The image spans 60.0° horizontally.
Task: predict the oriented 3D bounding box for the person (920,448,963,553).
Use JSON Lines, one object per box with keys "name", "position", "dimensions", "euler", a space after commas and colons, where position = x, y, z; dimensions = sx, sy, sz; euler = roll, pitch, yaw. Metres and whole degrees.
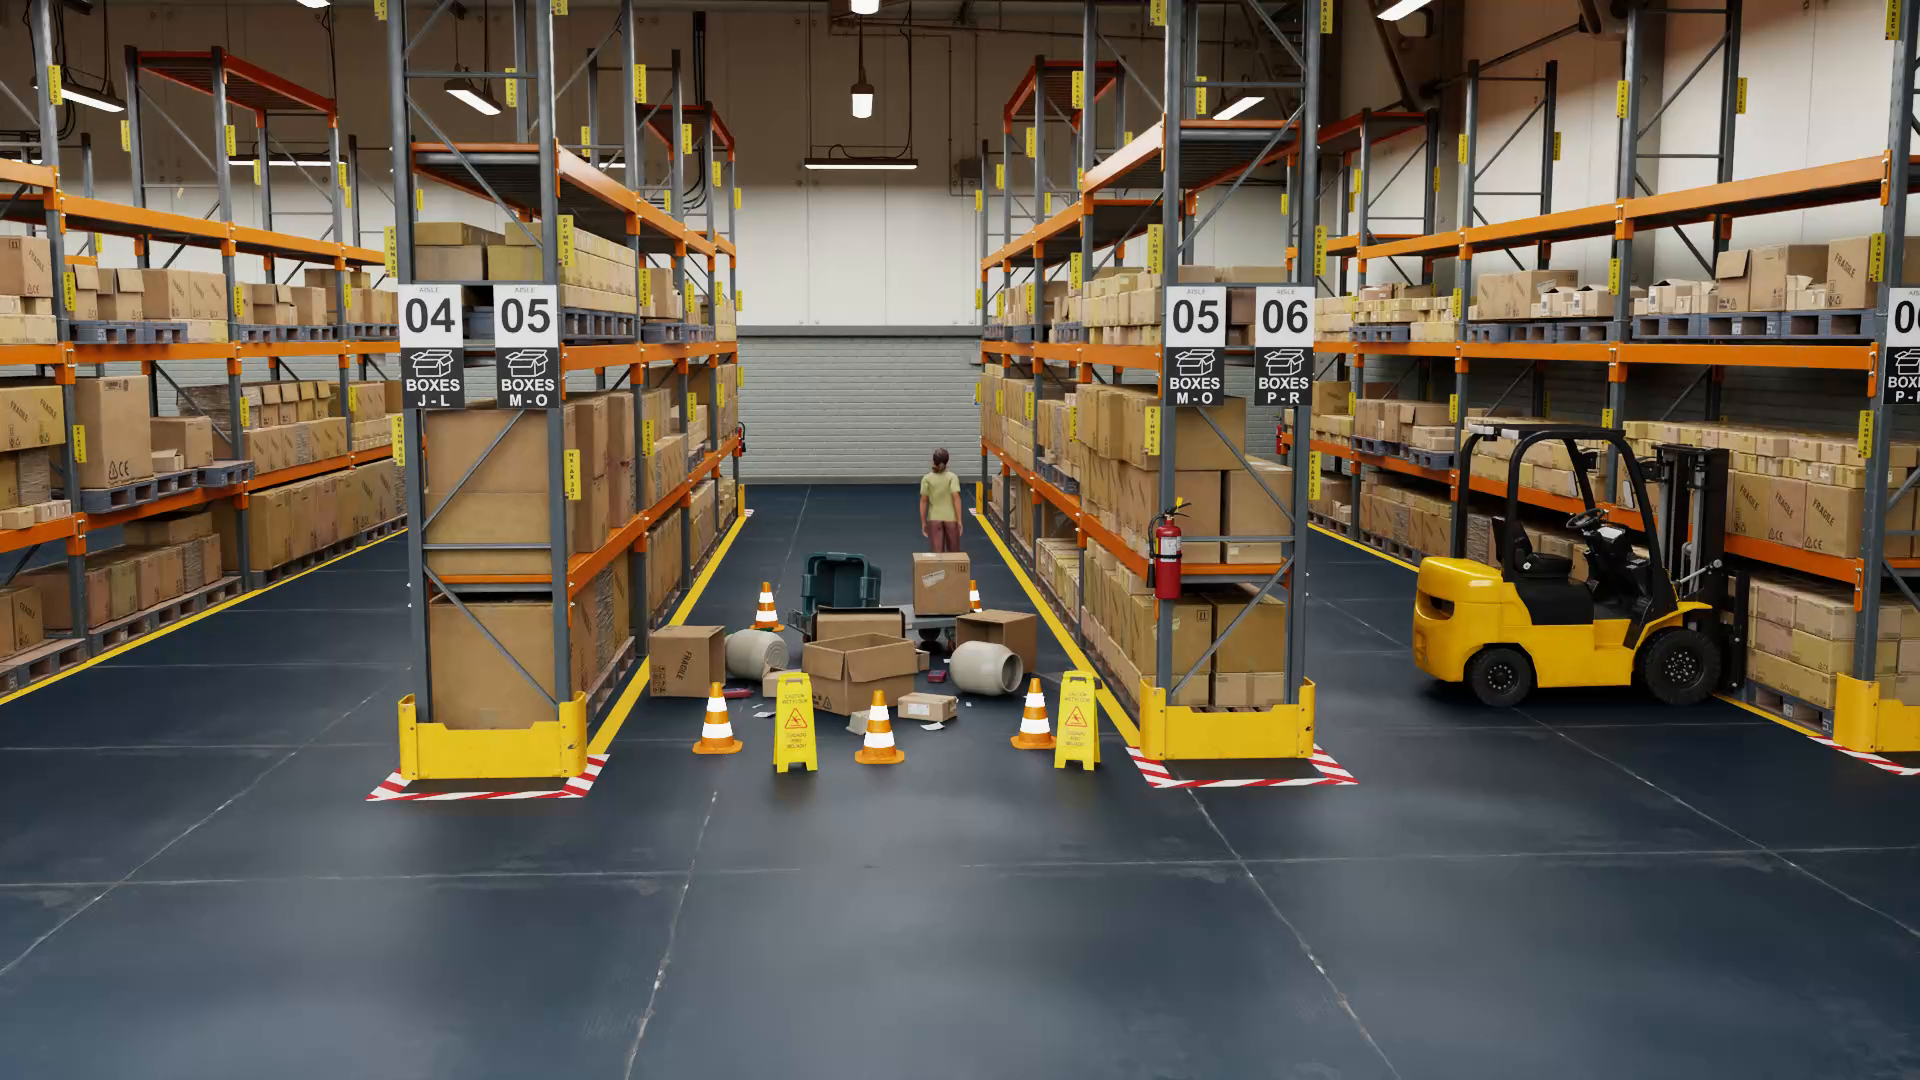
{"name": "person", "position": [-0.205, -0.141, 18.007], "dimensions": [0.471, 1.693, 0.576], "euler": [0, 7, 1]}
